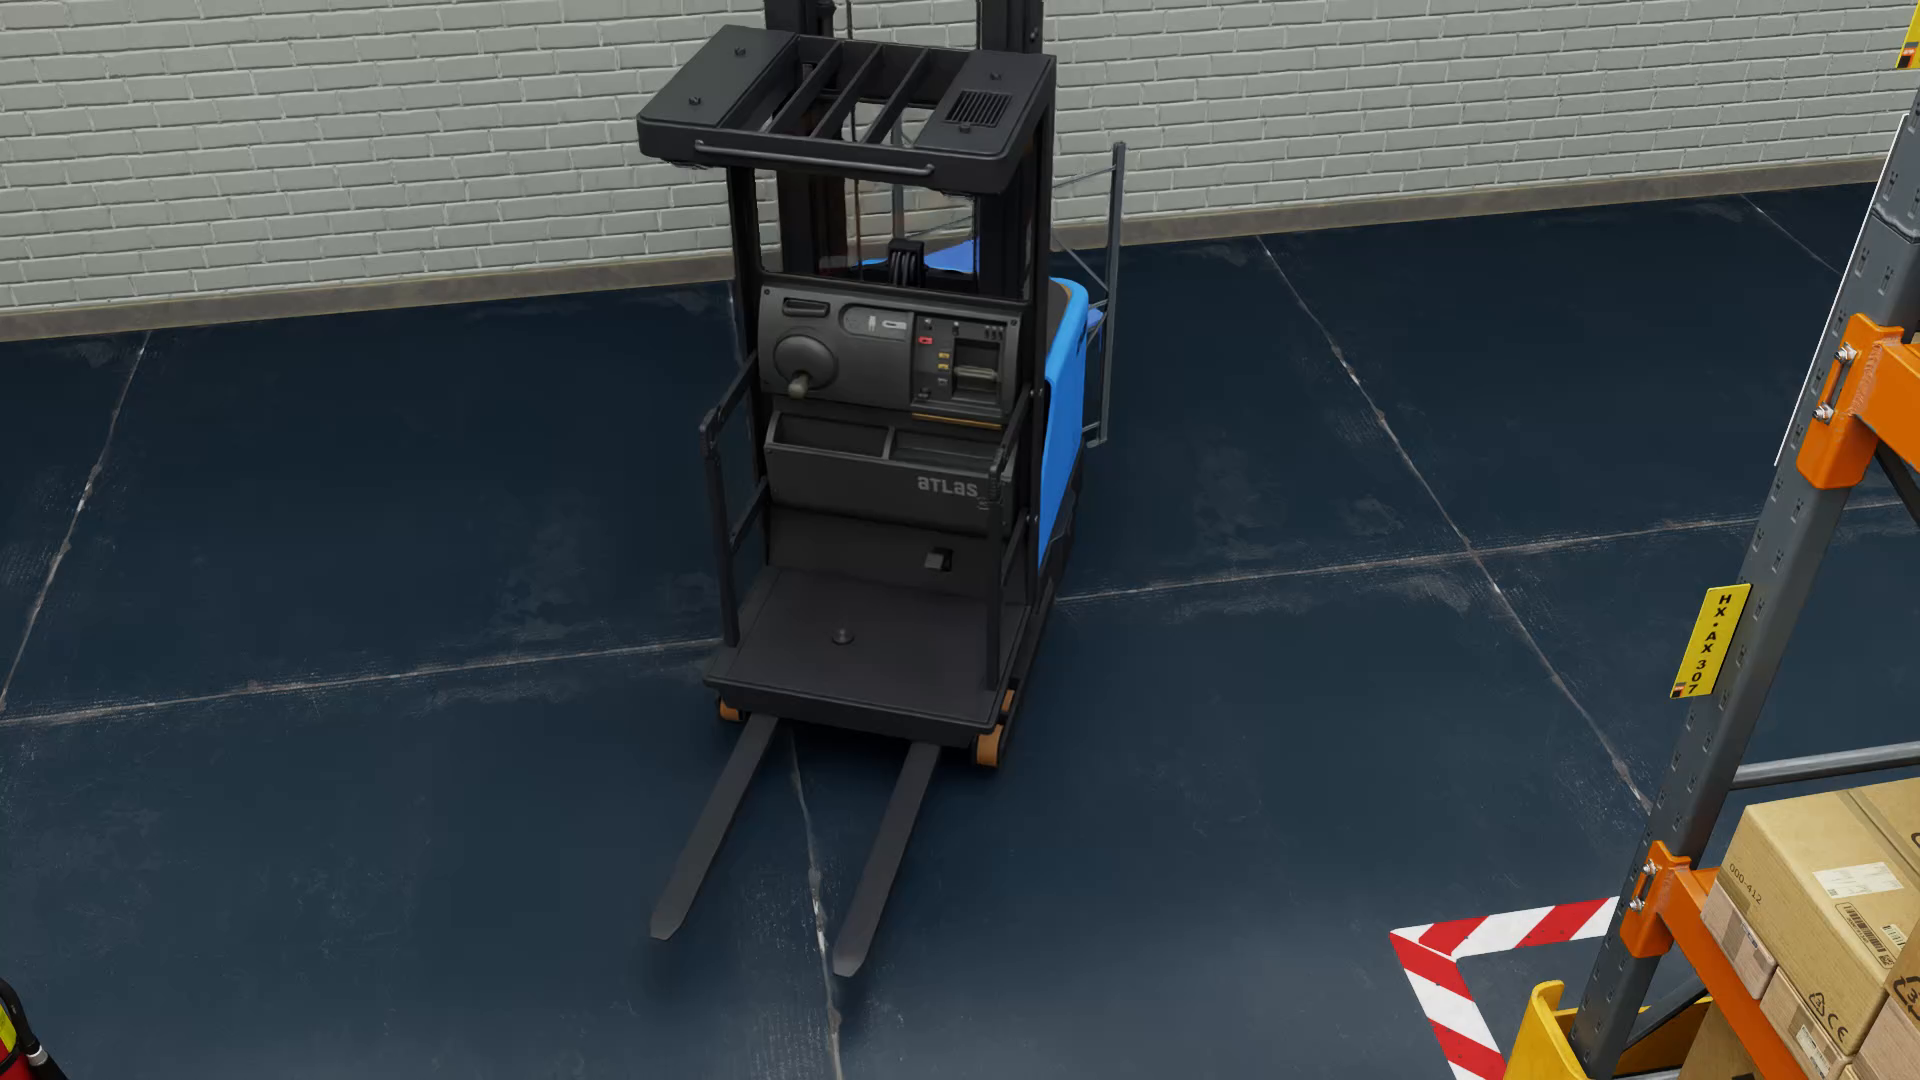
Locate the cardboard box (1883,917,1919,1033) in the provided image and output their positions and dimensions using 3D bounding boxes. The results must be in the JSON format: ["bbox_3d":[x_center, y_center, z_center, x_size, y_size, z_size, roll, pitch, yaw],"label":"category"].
[{"bbox_3d":[2.138,0.814,3.025,0.500,0.500,0.500,-7,38,-9],"label":"cardboard box"}]

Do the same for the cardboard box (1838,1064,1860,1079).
[{"bbox_3d":[2.061,1.206,3.457,0.380,0.149,0.250,-7,38,-9],"label":"cardboard box"}]

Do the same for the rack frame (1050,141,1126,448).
[{"bbox_3d":[0.479,-0.984,7.294,0.500,1.500,0.032,-23,43,-27],"label":"rack frame"}]

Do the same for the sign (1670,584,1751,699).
[{"bbox_3d":[1.685,0.231,3.738,0.100,0.325,0.005,-6,38,-8],"label":"sign"}]

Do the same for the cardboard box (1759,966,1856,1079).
[{"bbox_3d":[2.016,1.052,3.656,0.380,0.149,0.250,-7,38,-9],"label":"cardboard box"}]

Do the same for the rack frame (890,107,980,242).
[{"bbox_3d":[-0.102,-1.496,7.953,0.500,1.500,0.032,-23,43,-27],"label":"rack frame"}]

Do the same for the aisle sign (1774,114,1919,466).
[{"bbox_3d":[1.924,-0.490,3.317,0.394,0.787,0.004,-6,38,-8],"label":"aisle sign"}]

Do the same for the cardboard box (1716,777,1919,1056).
[{"bbox_3d":[2.050,0.808,3.644,0.500,0.250,0.500,-7,38,-9],"label":"cardboard box"}]

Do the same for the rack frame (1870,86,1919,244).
[{"bbox_3d":[2.232,-1.821,2.260,1.000,3.000,0.127,-6,38,-8],"label":"rack frame"}]

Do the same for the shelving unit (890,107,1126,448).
[{"bbox_3d":[0.189,-1.240,7.623,0.538,1.500,1.048,-23,43,-27],"label":"shelving unit"}]

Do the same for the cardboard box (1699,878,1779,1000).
[{"bbox_3d":[1.970,0.897,3.855,0.380,0.149,0.250,-6,38,-7],"label":"cardboard box"}]

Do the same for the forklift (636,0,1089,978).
[{"bbox_3d":[-0.300,-0.578,5.605,1.130,2.935,3.031,9,39,11],"label":"forklift"}]

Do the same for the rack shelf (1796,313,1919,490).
[{"bbox_3d":[2.583,0.855,1.846,1.077,0.370,4.000,-6,38,-8],"label":"rack shelf"}]

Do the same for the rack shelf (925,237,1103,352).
[{"bbox_3d":[0.189,-1.098,7.734,0.538,0.185,1.000,-23,43,-27],"label":"rack shelf"}]

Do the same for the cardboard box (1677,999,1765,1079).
[{"bbox_3d":[2.423,1.599,4.137,0.875,0.875,0.875,-6,38,-8],"label":"cardboard box"}]

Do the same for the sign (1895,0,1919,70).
[{"bbox_3d":[1.685,-0.957,2.815,0.100,0.325,0.005,-6,38,-8],"label":"sign"}]

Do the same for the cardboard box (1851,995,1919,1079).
[{"bbox_3d":[2.148,1.122,3.241,0.500,0.250,0.500,-7,38,-9],"label":"cardboard box"}]

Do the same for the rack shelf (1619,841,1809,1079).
[{"bbox_3d":[2.583,2.040,2.766,1.077,0.370,4.000,-6,38,-8],"label":"rack shelf"}]

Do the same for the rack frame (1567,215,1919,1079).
[{"bbox_3d":[2.232,0.548,4.100,1.000,3.000,0.127,-6,38,-8],"label":"rack frame"}]

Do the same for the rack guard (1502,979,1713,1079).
[{"bbox_3d":[2.228,1.520,4.886,1.175,0.500,0.348,-6,38,-8],"label":"rack guard"}]
